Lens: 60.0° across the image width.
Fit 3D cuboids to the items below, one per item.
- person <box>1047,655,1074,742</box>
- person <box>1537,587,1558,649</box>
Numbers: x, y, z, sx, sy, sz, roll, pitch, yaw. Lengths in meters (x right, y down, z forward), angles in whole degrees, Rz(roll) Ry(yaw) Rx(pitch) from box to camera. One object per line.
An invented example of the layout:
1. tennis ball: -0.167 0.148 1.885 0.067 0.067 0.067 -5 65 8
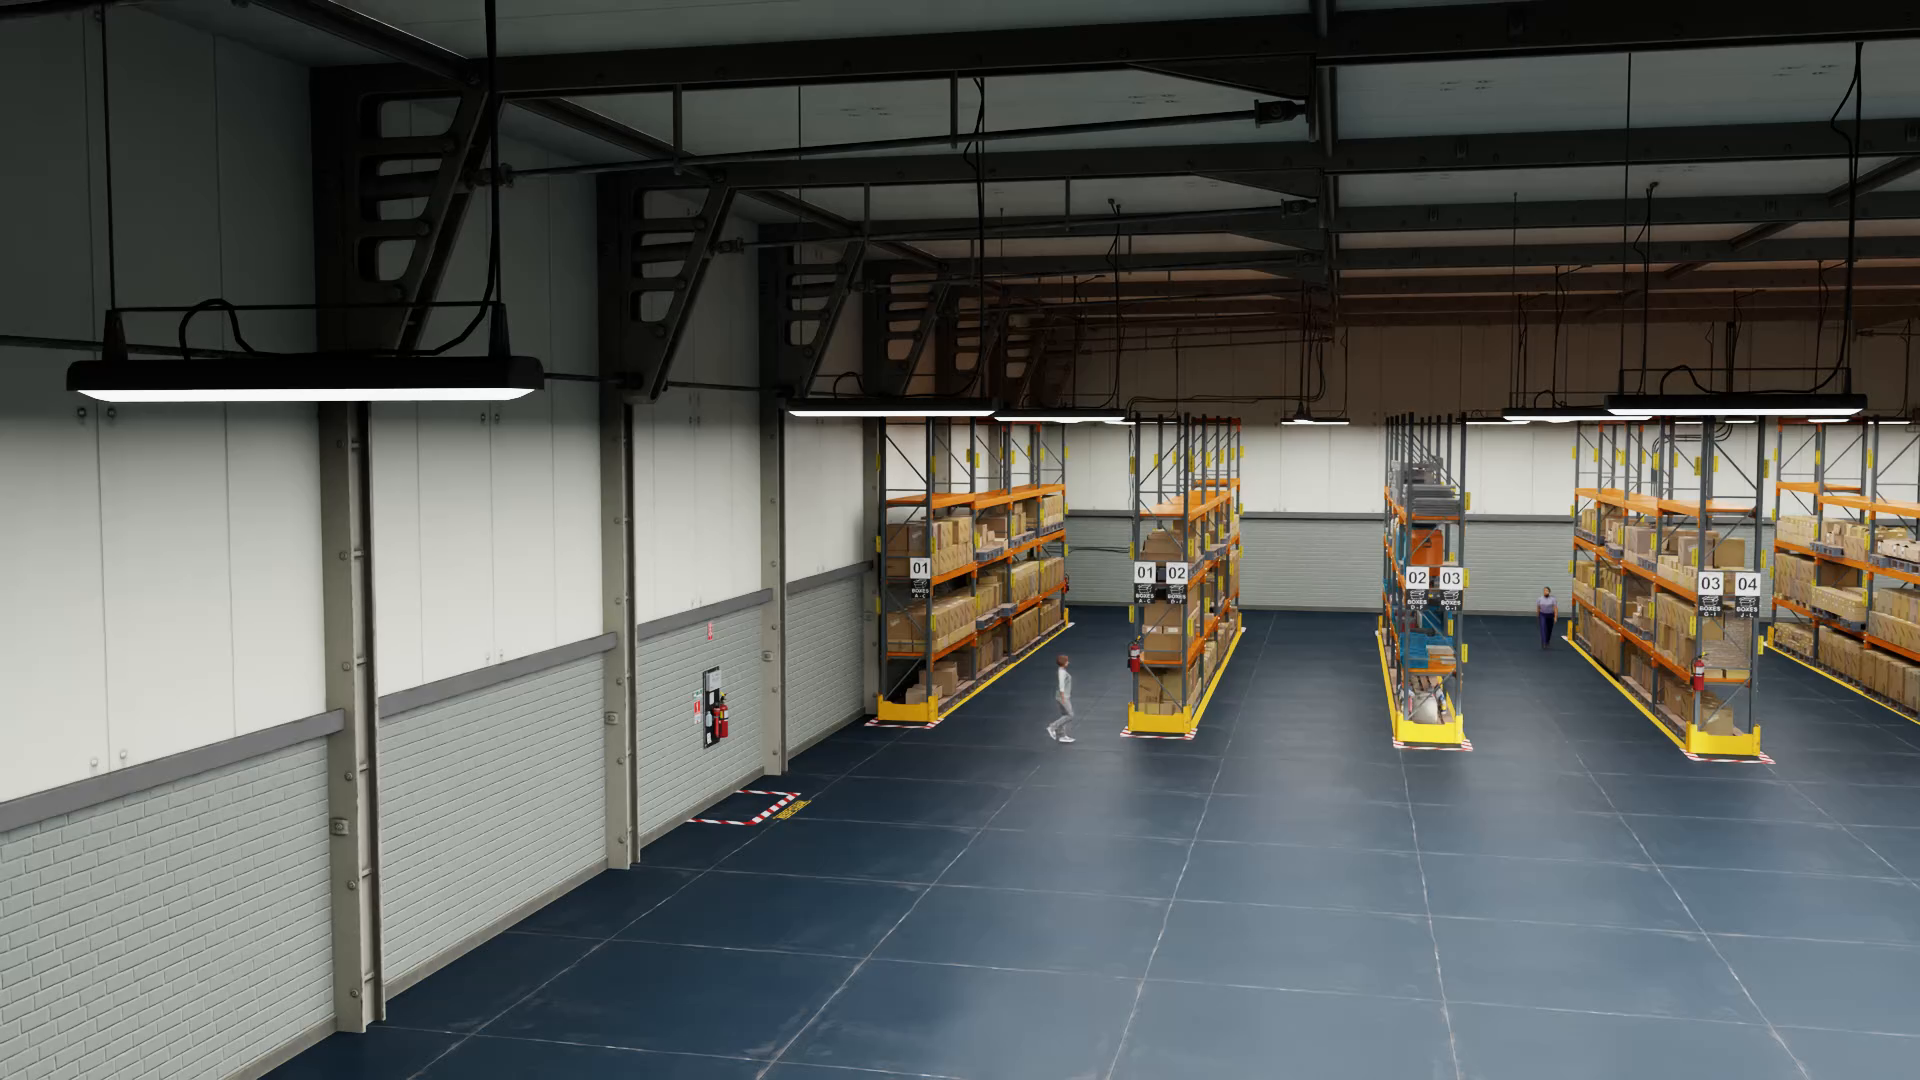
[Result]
1. person: 1.824 2.874 30.140 0.489 1.588 0.428 0 4 0
2. person: 15.215 1.999 43.069 0.473 1.588 1.034 1 4 12
